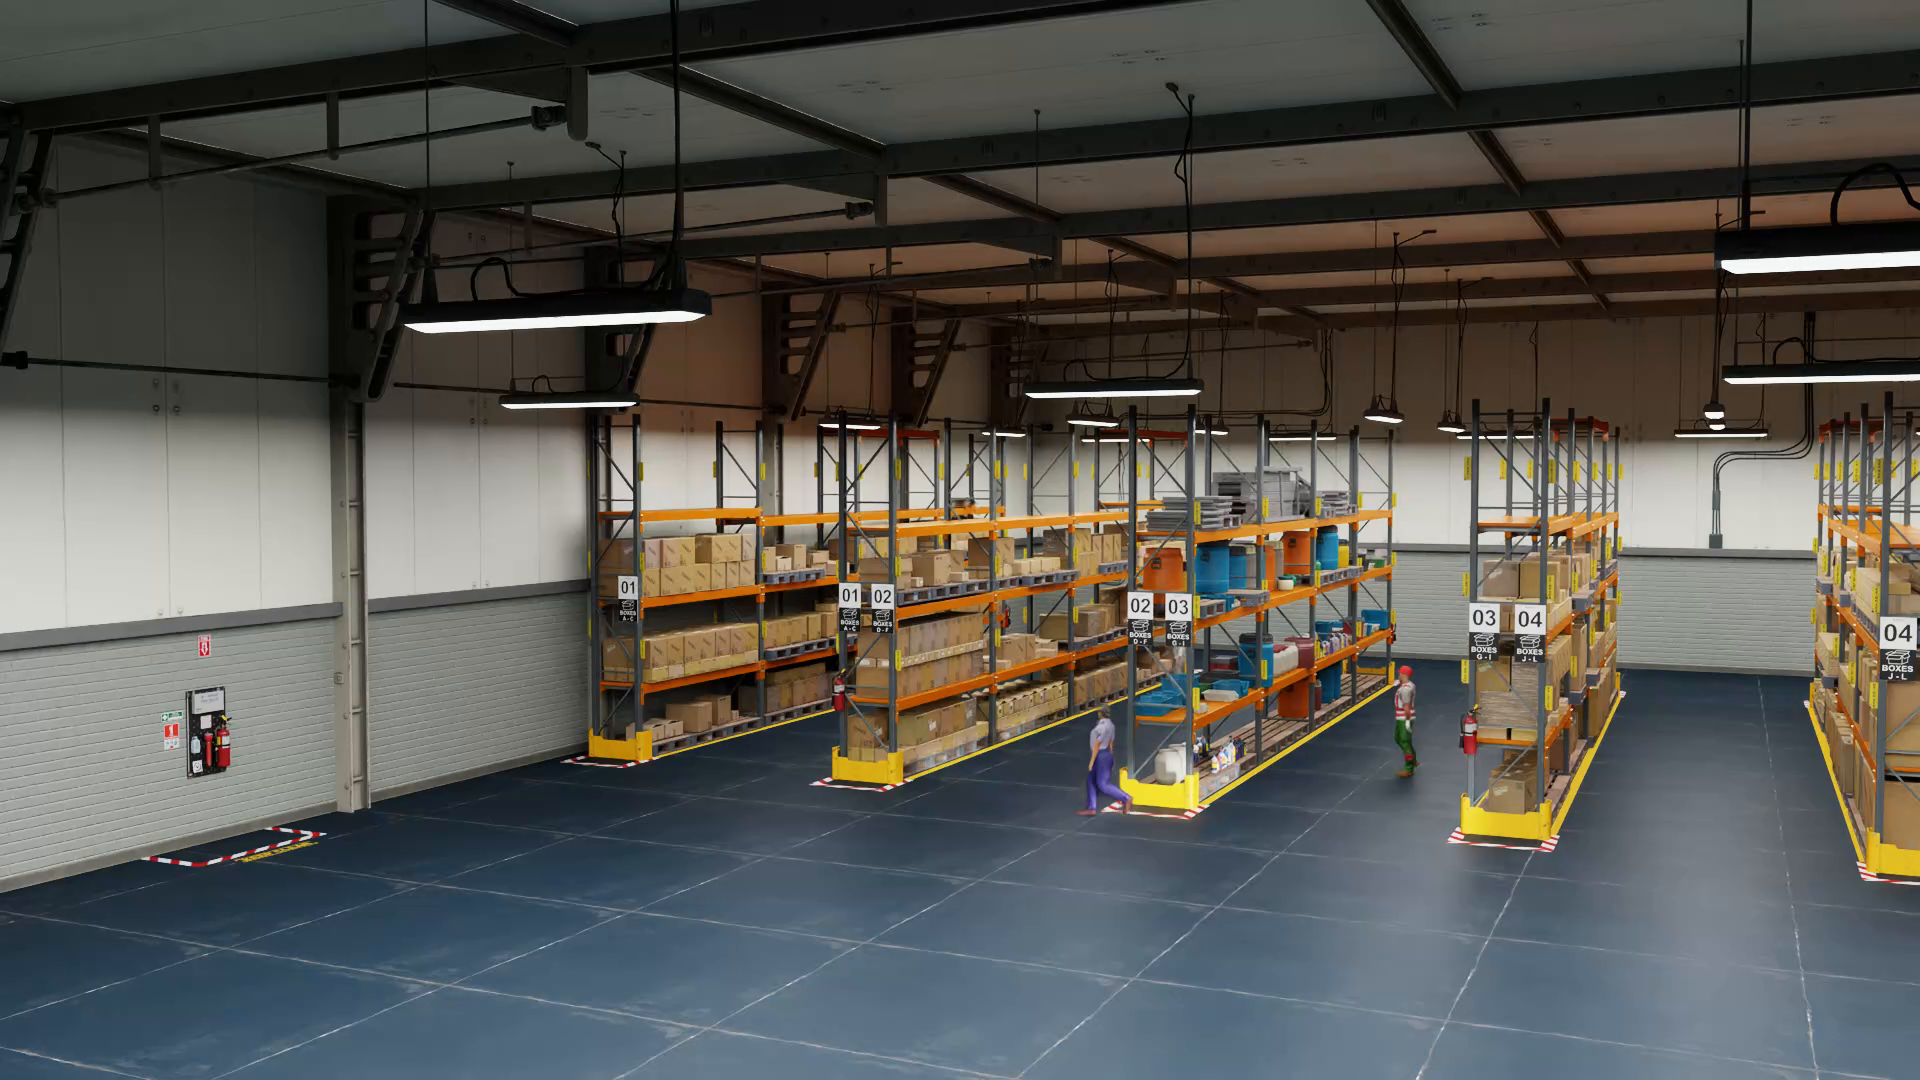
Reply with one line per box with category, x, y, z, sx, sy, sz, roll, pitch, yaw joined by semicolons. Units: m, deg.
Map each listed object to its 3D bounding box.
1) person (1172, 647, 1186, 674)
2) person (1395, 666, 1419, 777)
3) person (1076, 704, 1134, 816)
person;4.904;2.684;37.257;0.467;1.604;0.444;0;2;-10
person;7.357;2.963;27.365;0.402;1.793;0.606;1;2;17
person;2.096;3.205;24.130;0.802;1.614;0.456;0;2;-3
